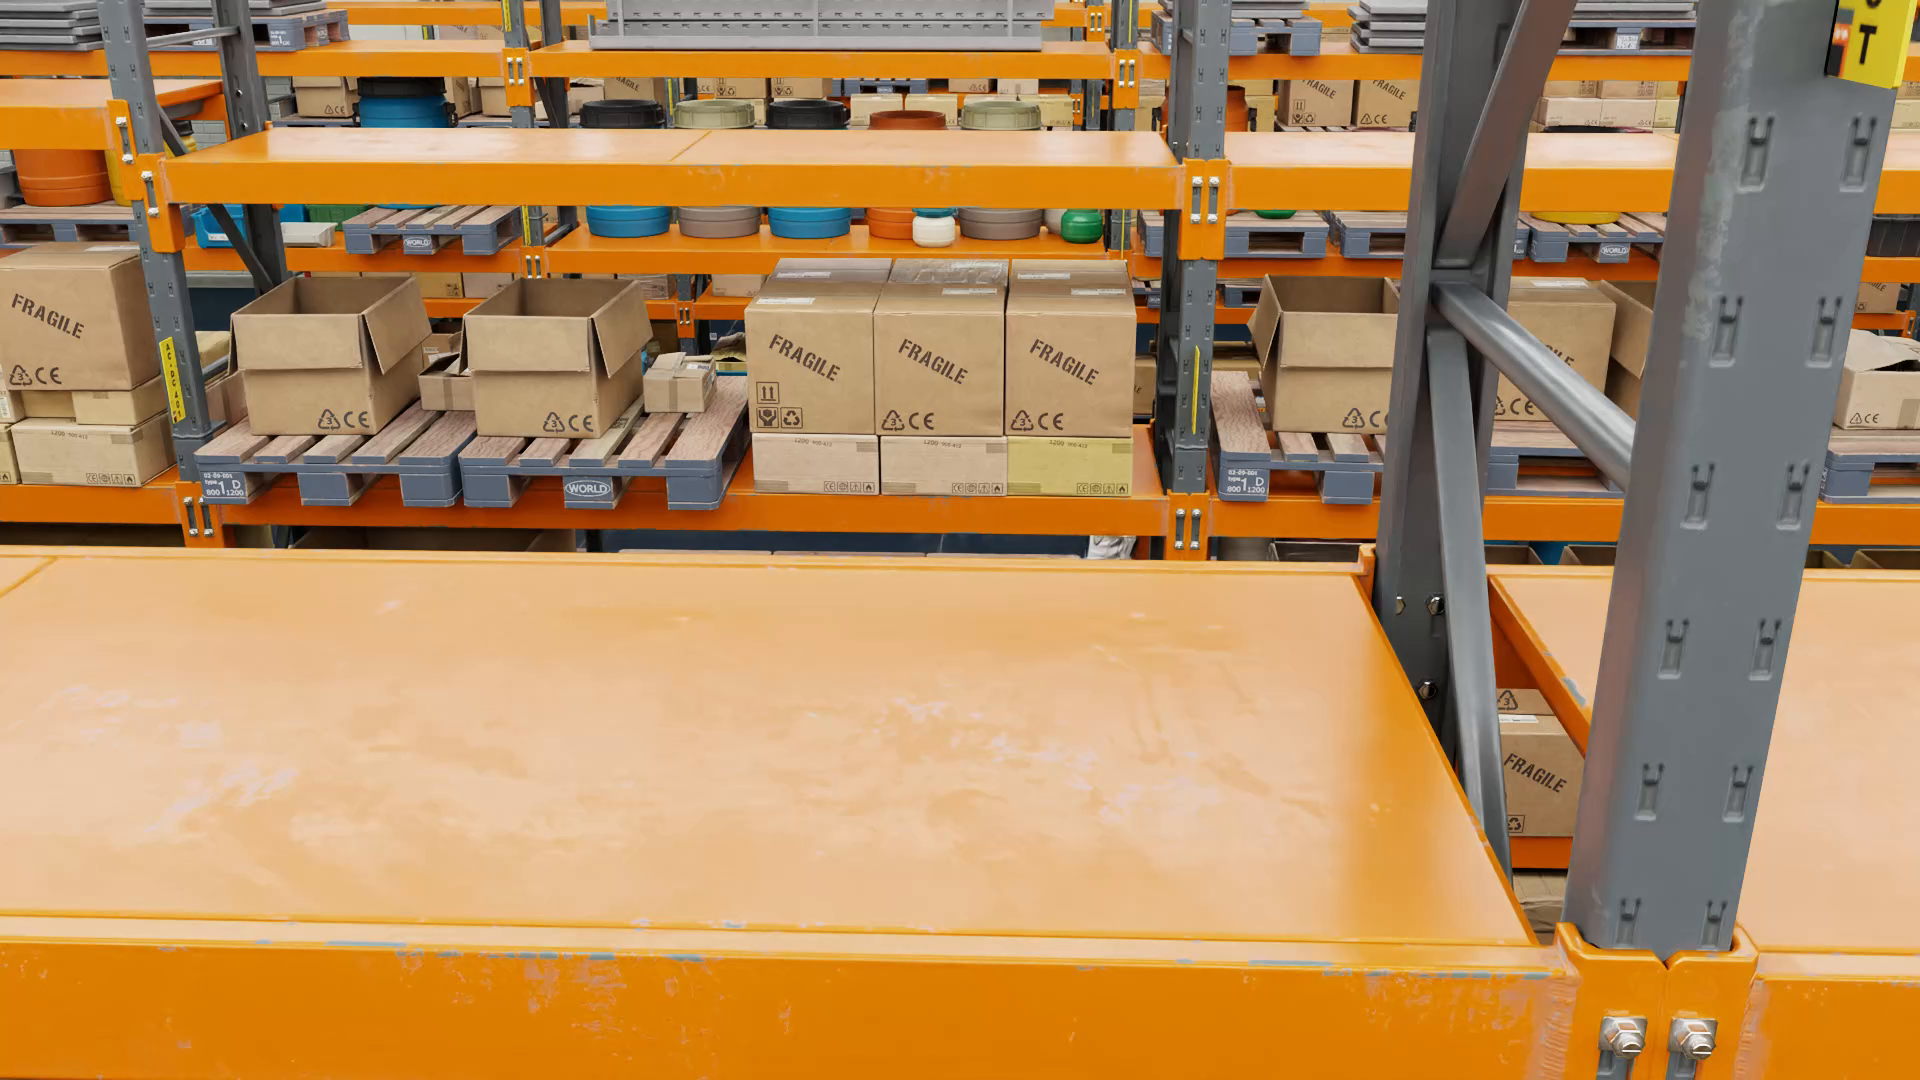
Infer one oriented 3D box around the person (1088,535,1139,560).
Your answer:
[{"bbox_3d":[1.012,0.293,10.887,0.843,1.643,0.534,6,22,14],"label":"person"}]
